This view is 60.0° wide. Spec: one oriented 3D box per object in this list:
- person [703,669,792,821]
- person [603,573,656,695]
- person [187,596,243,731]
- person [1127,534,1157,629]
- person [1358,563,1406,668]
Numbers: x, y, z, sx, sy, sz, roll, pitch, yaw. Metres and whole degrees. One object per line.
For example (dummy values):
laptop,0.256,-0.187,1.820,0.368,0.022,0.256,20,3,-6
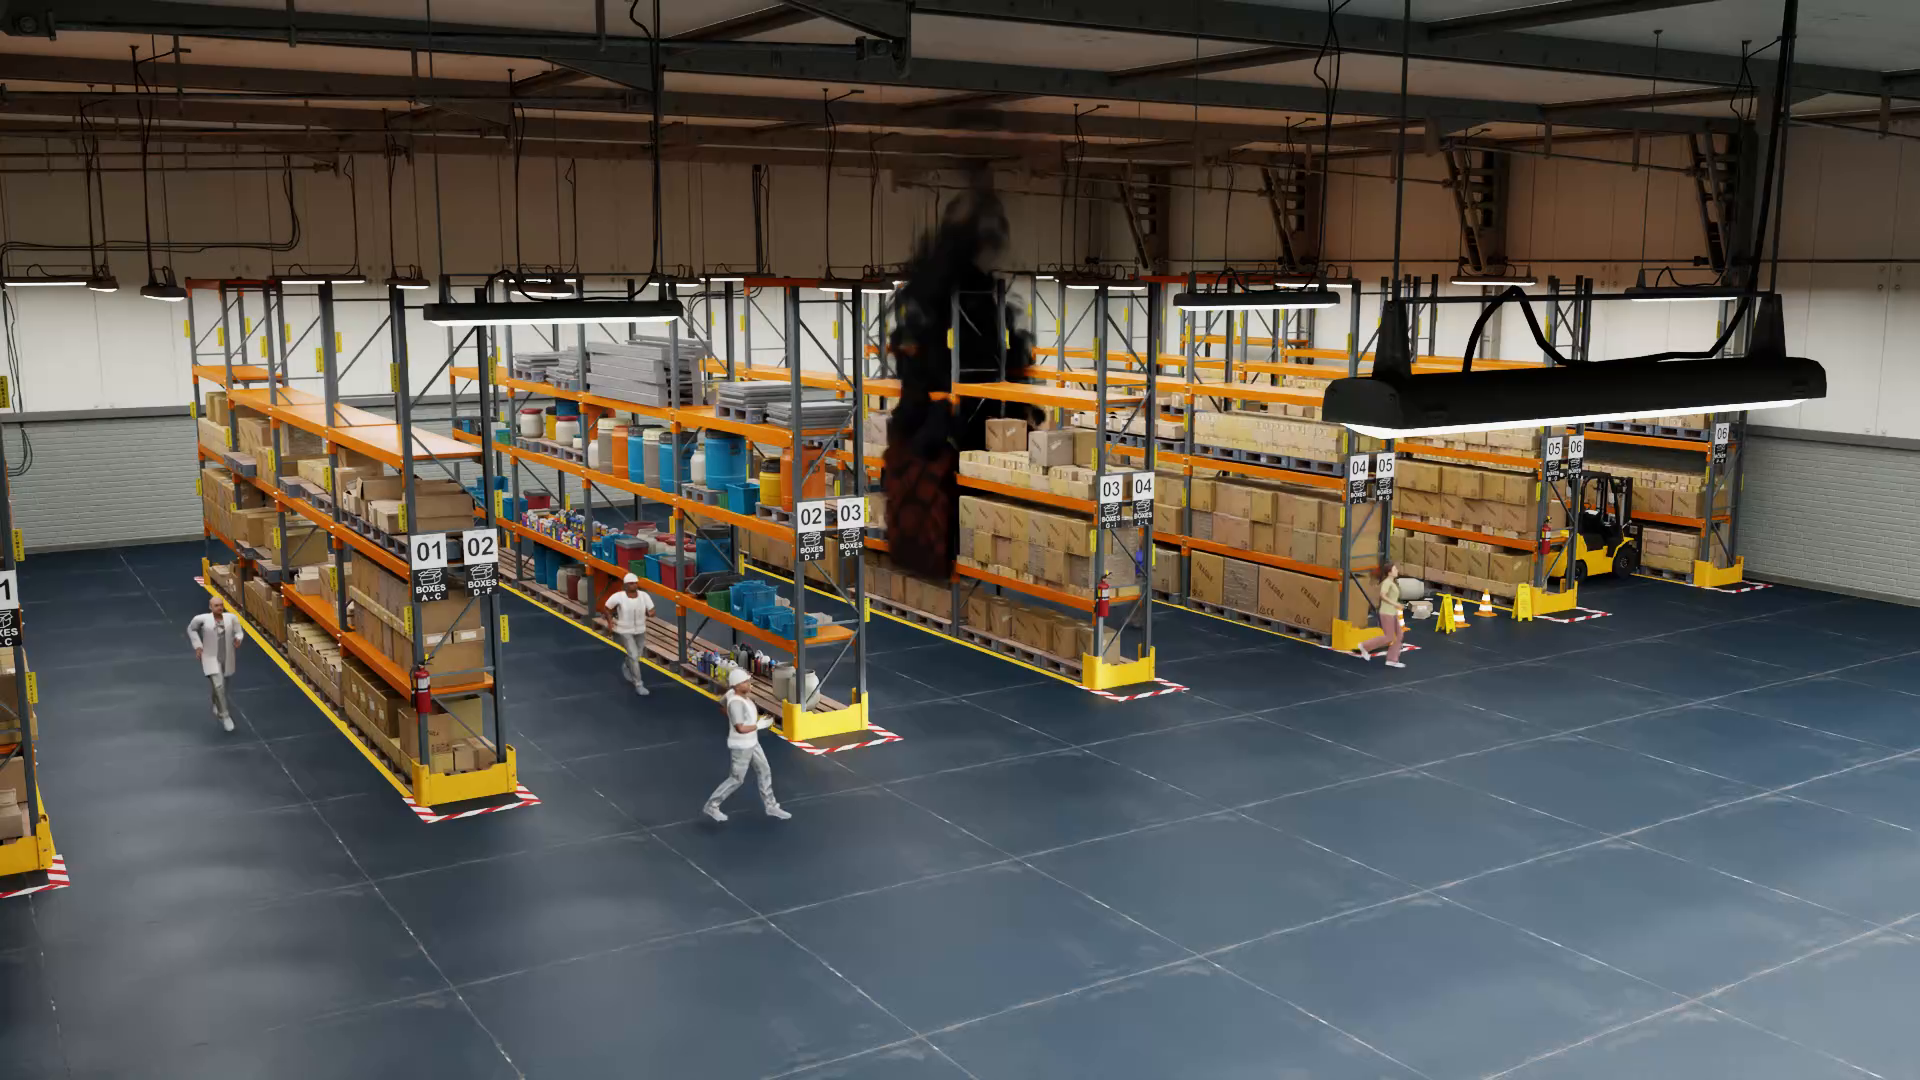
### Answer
person,-2.420,2.319,18.792,0.988,1.777,0.689,0,10,0
person,-4.838,1.345,24.534,0.701,1.750,0.981,-7,12,-35
person,-10.211,1.646,22.890,0.649,1.805,1.025,-9,13,-43
person,3.140,0.724,28.758,0.555,1.642,0.660,-9,13,-44
person,6.680,1.168,26.197,0.745,1.644,0.597,3,10,18
